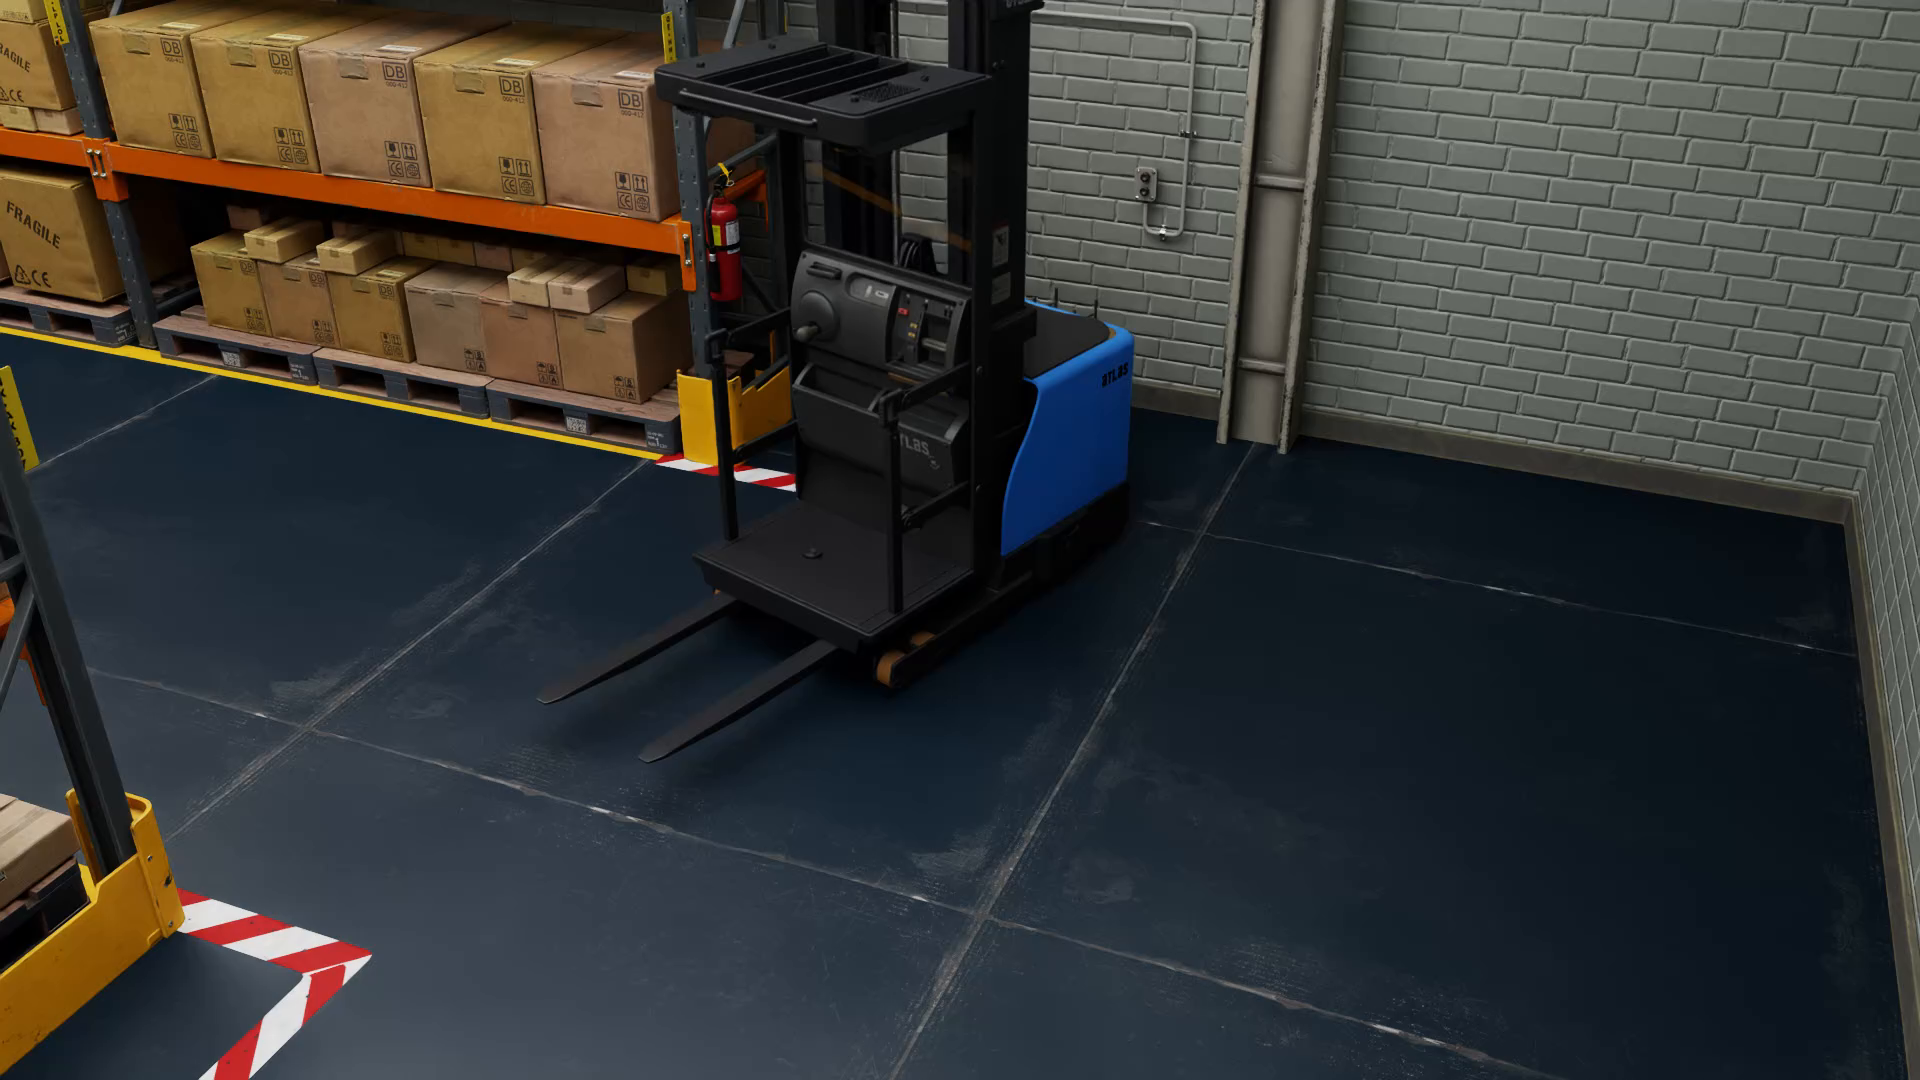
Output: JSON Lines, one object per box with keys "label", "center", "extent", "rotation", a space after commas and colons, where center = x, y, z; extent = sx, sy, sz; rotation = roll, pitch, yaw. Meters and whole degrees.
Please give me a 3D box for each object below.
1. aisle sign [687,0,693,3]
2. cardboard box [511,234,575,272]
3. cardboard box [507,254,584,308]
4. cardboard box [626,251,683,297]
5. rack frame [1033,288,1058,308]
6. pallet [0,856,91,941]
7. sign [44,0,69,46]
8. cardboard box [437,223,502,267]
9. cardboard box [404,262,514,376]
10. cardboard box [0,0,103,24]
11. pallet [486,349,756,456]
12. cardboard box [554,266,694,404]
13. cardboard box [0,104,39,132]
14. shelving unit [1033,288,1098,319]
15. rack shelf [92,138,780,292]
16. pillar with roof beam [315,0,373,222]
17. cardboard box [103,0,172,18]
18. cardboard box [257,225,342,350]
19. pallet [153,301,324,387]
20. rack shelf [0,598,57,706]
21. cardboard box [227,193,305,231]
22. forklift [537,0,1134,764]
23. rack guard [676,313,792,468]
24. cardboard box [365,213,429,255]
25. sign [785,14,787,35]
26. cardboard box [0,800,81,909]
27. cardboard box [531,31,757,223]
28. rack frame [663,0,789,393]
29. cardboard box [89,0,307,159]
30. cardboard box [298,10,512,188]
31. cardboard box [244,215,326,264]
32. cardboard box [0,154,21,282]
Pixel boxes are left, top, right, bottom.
{"label": "aisle sign", "center": [-1.213, -2.967, 7.809], "extent": [0.004, 0.787, 0.394], "rotation": [11, 31, 19]}
{"label": "cardboard box", "center": [-2.364, -1.654, 9.583], "extent": [0.250, 0.149, 0.380], "rotation": [12, 31, 20]}
{"label": "cardboard box", "center": [-2.278, -1.434, 9.193], "extent": [0.250, 0.149, 0.380], "rotation": [12, 32, 20]}
{"label": "cardboard box", "center": [-1.662, -1.514, 9.335], "extent": [0.250, 0.149, 0.380], "rotation": [12, 31, 19]}
{"label": "rack frame", "center": [0.426, -0.773, 8.551], "extent": [0.008, 1.050, 0.200], "rotation": [22, 36, 33]}
{"label": "pallet", "center": [-3.835, 1.327, 5.688], "extent": [1.213, 0.211, 1.003], "rotation": [11, 31, 19]}
{"label": "sign", "center": [-5.068, -2.946, 9.317], "extent": [0.005, 0.325, 0.100], "rotation": [11, 31, 19]}
{"label": "cardboard box", "center": [-2.838, -1.748, 9.749], "extent": [0.250, 0.149, 0.380], "rotation": [12, 31, 20]}
{"label": "cardboard box", "center": [-2.783, -1.349, 9.702], "extent": [0.500, 0.500, 0.700], "rotation": [10, 31, 17]}
{"label": "cardboard box", "center": [-5.402, -3.203, 9.683], "extent": [0.500, 0.250, 0.500], "rotation": [12, 32, 20]}
{"label": "pallet", "center": [-1.937, -0.884, 9.599], "extent": [1.213, 0.211, 1.003], "rotation": [11, 31, 19]}
{"label": "cardboard box", "center": [-1.853, -1.164, 9.374], "extent": [0.500, 0.500, 0.700], "rotation": [11, 31, 19]}
{"label": "cardboard box", "center": [-5.536, -2.594, 10.026], "extent": [0.250, 0.149, 0.380], "rotation": [12, 32, 20]}
{"label": "shelving unit", "center": [0.520, -0.735, 8.484], "extent": [0.252, 1.050, 0.215], "rotation": [22, 36, 33]}
{"label": "rack shelf", "center": [-3.020, -2.042, 9.546], "extent": [4.000, 0.370, 1.077], "rotation": [11, 31, 19]}
{"label": "pillar with roof beam", "center": [-5.518, -3.639, 5.543], "extent": [0.400, 9.000, 9.100], "rotation": [11, 31, 19]}
{"label": "cardboard box", "center": [-5.205, -3.107, 10.275], "extent": [0.500, 0.500, 0.500], "rotation": [10, 31, 17]}
{"label": "cardboard box", "center": [-3.755, -1.540, 10.041], "extent": [0.500, 0.500, 0.700], "rotation": [11, 31, 19]}
{"label": "pallet", "center": [-4.198, -1.335, 10.398], "extent": [1.213, 0.211, 1.003], "rotation": [11, 31, 19]}
{"label": "rack shelf", "center": [-4.879, 0.217, 5.549], "extent": [4.000, 0.370, 1.077], "rotation": [11, 31, 19]}
{"label": "cardboard box", "center": [-4.279, -2.035, 10.256], "extent": [0.250, 0.149, 0.380], "rotation": [11, 31, 19]}
{"label": "forklift", "center": [-0.485, -0.917, 6.894], "extent": [1.130, 2.935, 3.031], "rotation": [22, 36, 33]}
{"label": "rack guard", "center": [-1.145, -0.893, 9.321], "extent": [0.348, 0.500, 1.175], "rotation": [11, 31, 19]}
{"label": "cardboard box", "center": [-3.312, -1.843, 9.916], "extent": [0.250, 0.149, 0.380], "rotation": [12, 31, 20]}
{"label": "sign", "center": [-0.953, -2.649, 8.927], "extent": [0.005, 0.325, 0.100], "rotation": [11, 31, 19]}
{"label": "cardboard box", "center": [-3.285, 1.089, 5.724], "extent": [0.250, 0.149, 0.380], "rotation": [11, 31, 19]}
{"label": "cardboard box", "center": [-1.643, -2.206, 8.799], "extent": [0.700, 0.700, 0.980], "rotation": [13, 32, 21]}
{"label": "rack frame", "center": [-1.167, -1.985, 8.714], "extent": [0.127, 3.000, 1.000], "rotation": [11, 31, 19]}
{"label": "cardboard box", "center": [-4.377, -2.748, 9.759], "extent": [0.700, 0.700, 0.980], "rotation": [12, 32, 20]}
{"label": "cardboard box", "center": [-3.025, -2.481, 9.285], "extent": [0.700, 0.700, 0.980], "rotation": [10, 31, 17]}
{"label": "cardboard box", "center": [-3.970, -1.771, 9.789], "extent": [0.250, 0.149, 0.380], "rotation": [12, 32, 21]}
{"label": "cardboard box", "center": [-6.349, -2.196, 10.846], "extent": [0.750, 0.750, 0.750], "rotation": [12, 32, 21]}
